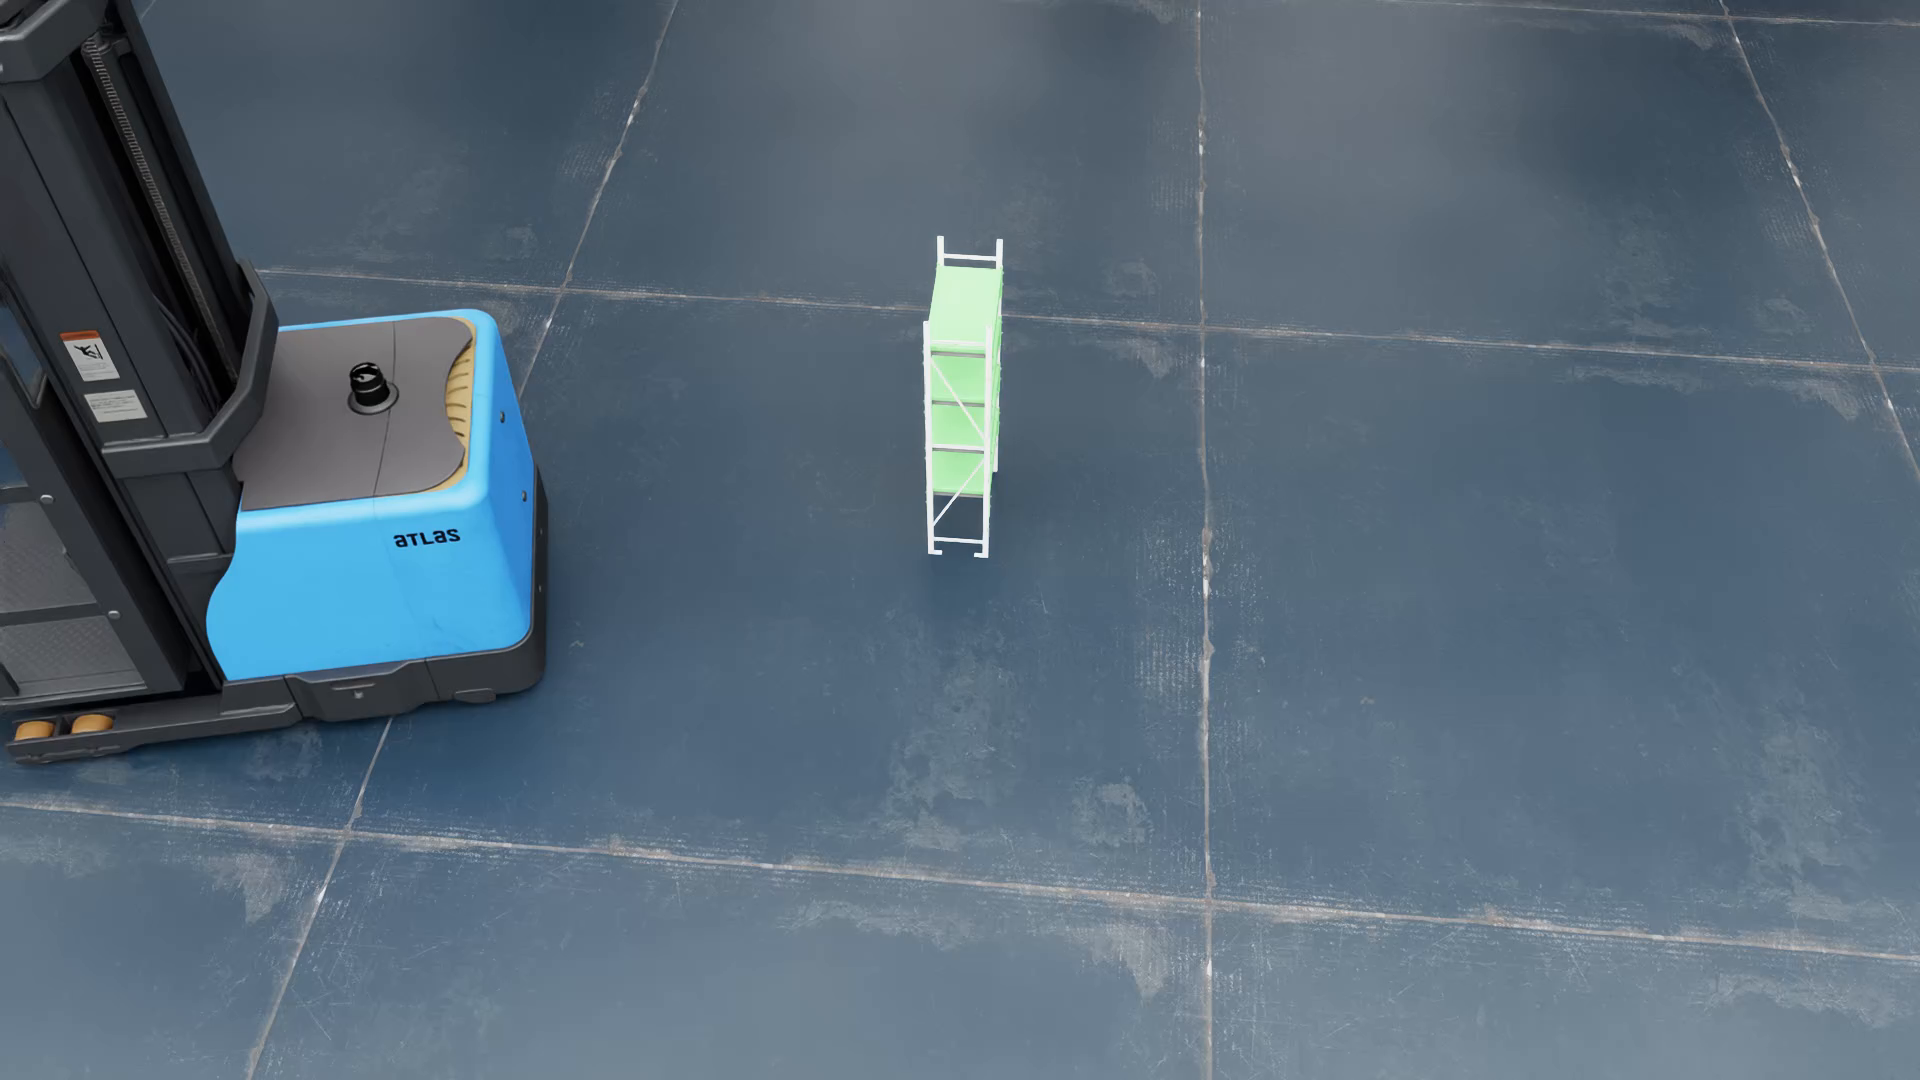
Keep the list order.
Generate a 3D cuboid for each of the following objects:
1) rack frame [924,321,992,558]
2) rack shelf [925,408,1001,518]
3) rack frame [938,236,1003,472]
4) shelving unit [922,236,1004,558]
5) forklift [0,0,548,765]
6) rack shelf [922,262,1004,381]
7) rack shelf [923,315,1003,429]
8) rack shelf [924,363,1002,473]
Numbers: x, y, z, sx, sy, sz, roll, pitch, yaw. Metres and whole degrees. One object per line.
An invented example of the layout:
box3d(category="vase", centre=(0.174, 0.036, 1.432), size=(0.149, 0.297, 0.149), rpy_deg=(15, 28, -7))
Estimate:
box3d(category="rack frame", centre=(-0.007, -0.347, 6.255), size=(0.240, 1.200, 0.015), rpy_deg=(4, 48, 4))
box3d(category="rack shelf", centre=(0.015, -0.321, 6.643), size=(0.258, 0.148, 0.480), rpy_deg=(4, 48, 4))
box3d(category="rack frame", centre=(0.037, -0.706, 6.583), size=(0.240, 1.200, 0.015), rpy_deg=(4, 48, 4))
box3d(category="shelving unit", centre=(0.015, -0.527, 6.419), size=(0.258, 1.200, 0.503), rpy_deg=(4, 48, 4))
box3d(category="forklift", centre=(-3.112, -0.604, 5.316), size=(3.031, 2.935, 1.130), rpy_deg=(-7, 48, -6))
box3d(category="rack shelf", centre=(0.015, -0.807, 6.111), size=(0.258, 0.148, 0.480), rpy_deg=(4, 48, 4))
box3d(category="rack shelf", centre=(0.015, -0.645, 6.289), size=(0.258, 0.148, 0.480), rpy_deg=(4, 48, 4))
box3d(category="rack shelf", centre=(0.015, -0.483, 6.466), size=(0.258, 0.148, 0.480), rpy_deg=(4, 48, 4))
